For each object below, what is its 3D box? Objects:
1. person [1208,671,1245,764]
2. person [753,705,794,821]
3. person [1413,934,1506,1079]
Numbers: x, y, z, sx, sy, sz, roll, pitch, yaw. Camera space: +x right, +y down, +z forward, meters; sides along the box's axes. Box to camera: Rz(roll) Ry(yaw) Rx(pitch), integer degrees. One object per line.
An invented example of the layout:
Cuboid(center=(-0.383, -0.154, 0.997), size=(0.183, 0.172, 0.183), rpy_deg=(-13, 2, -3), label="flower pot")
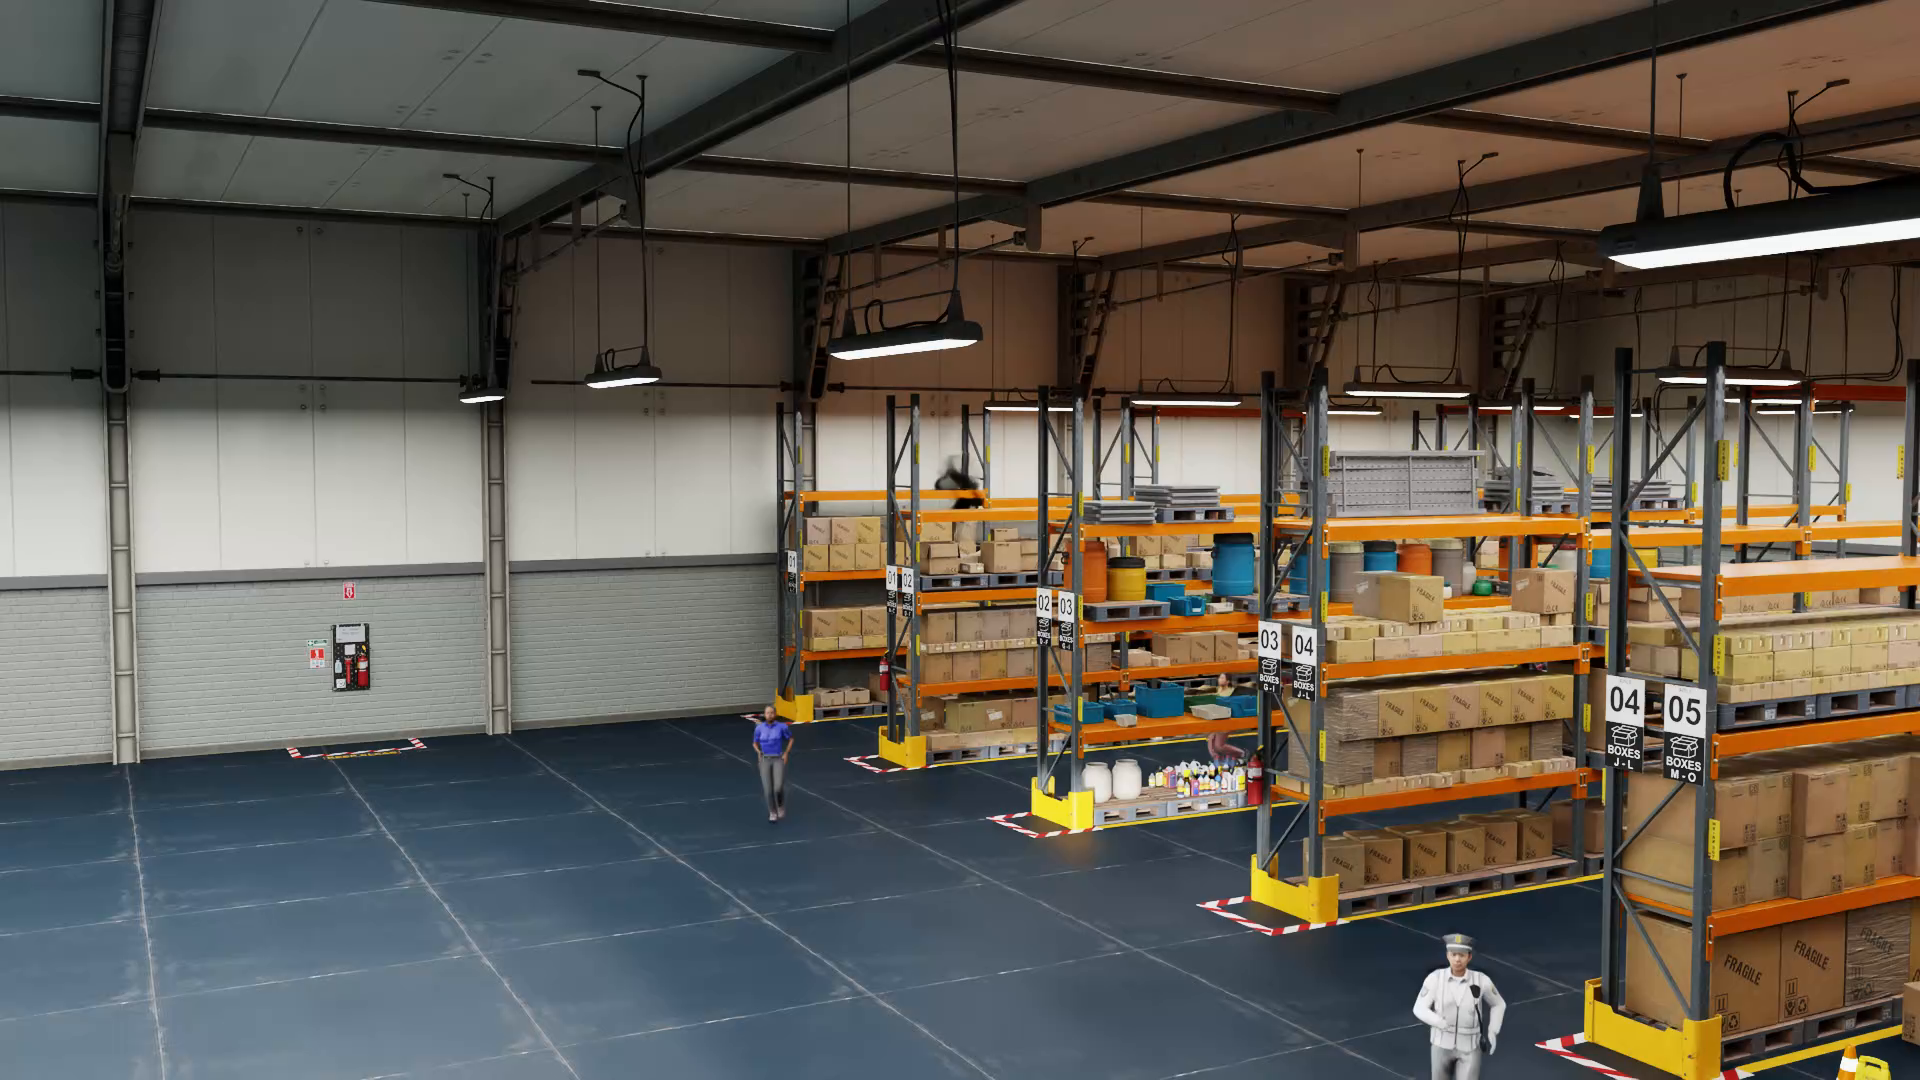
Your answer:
Cuboid(center=(4.176, 2.871, 26.163), size=(0.589, 1.618, 0.578), rpy_deg=(-2, 4, -25), label="person")
Cuboid(center=(-2.569, 3.061, 22.744), size=(0.548, 1.610, 0.558), rpy_deg=(0, 3, 1), label="person")
Cuboid(center=(3.569, 3.631, 11.910), size=(0.618, 1.672, 0.917), rpy_deg=(1, 3, 23), label="person")
